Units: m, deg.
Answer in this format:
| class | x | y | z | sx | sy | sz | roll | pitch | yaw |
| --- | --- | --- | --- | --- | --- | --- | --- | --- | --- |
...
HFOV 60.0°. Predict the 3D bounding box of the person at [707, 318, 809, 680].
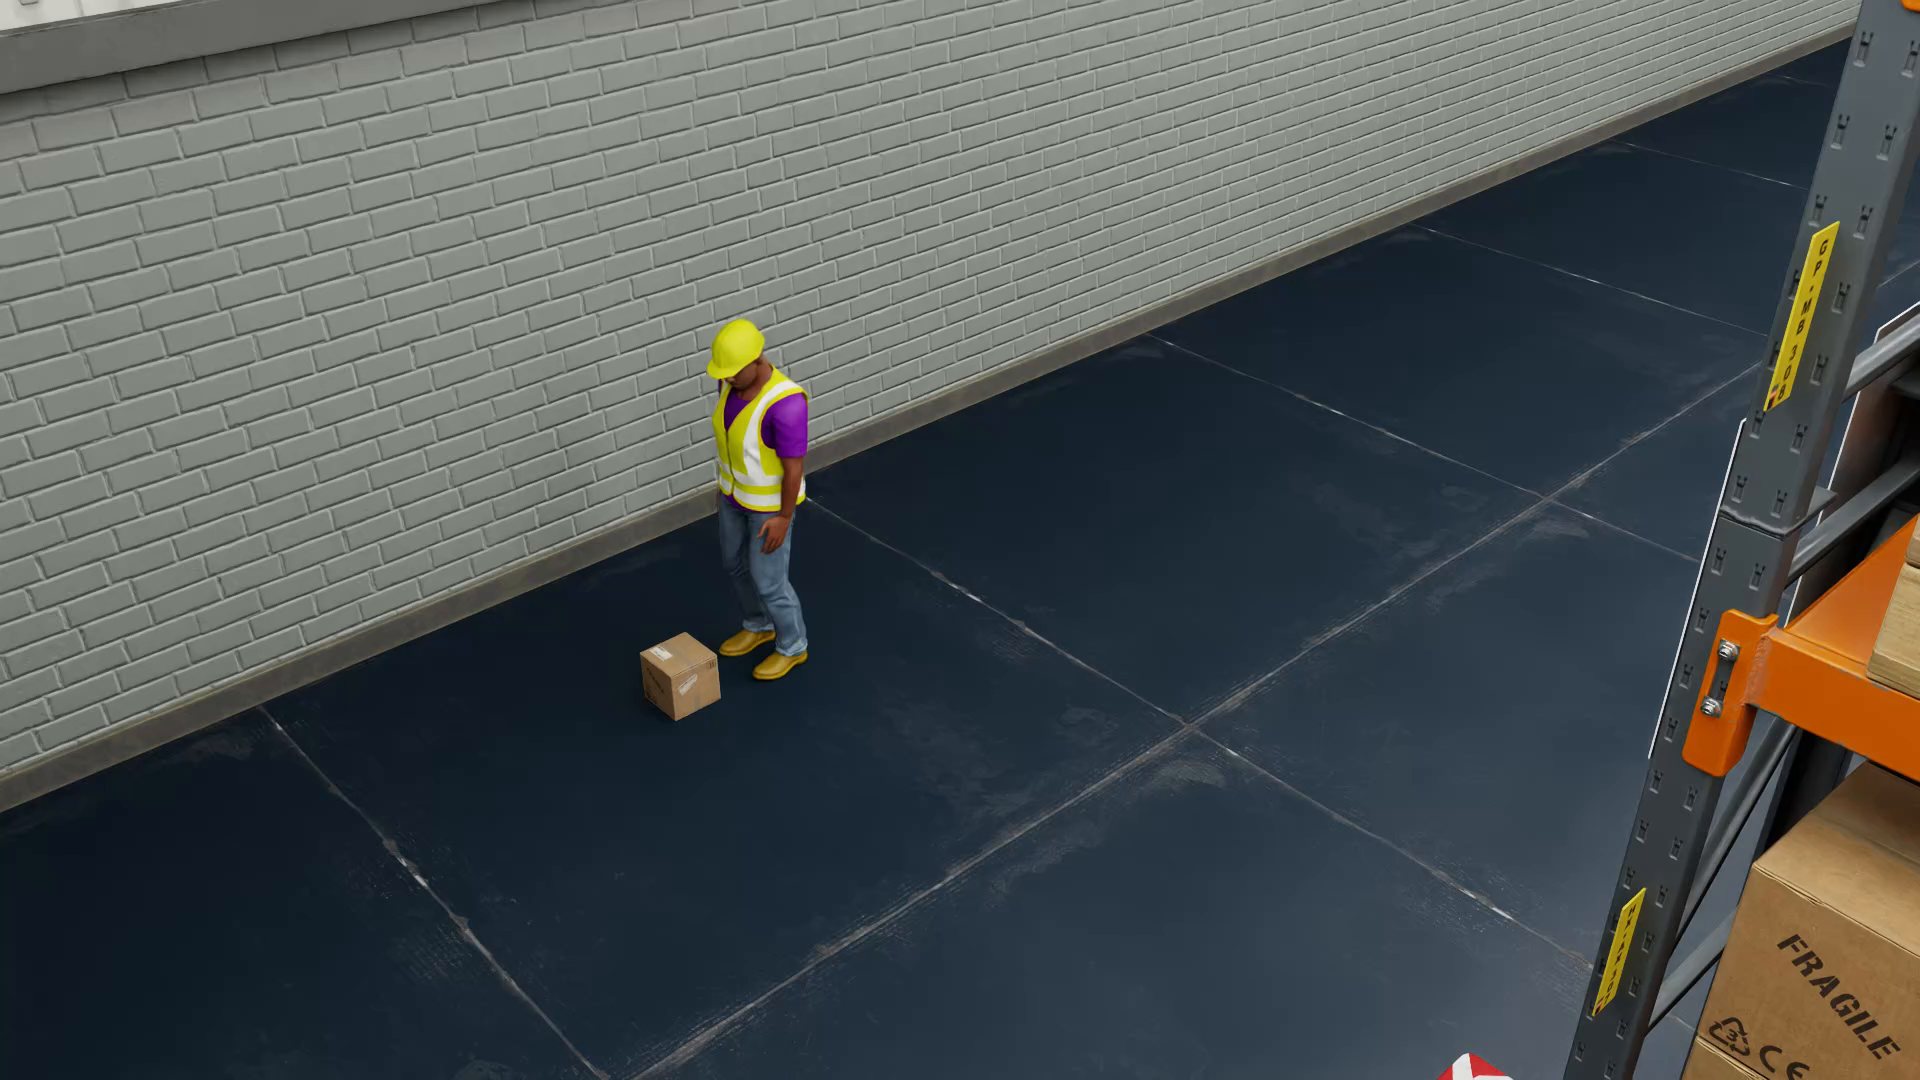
| class | x | y | z | sx | sy | sz | roll | pitch | yaw |
| --- | --- | --- | --- | --- | --- | --- | --- | --- | --- |
| person | -0.902 | -0.183 | 7.428 | 0.390 | 1.749 | 0.575 | -25 | 39 | -34 |
